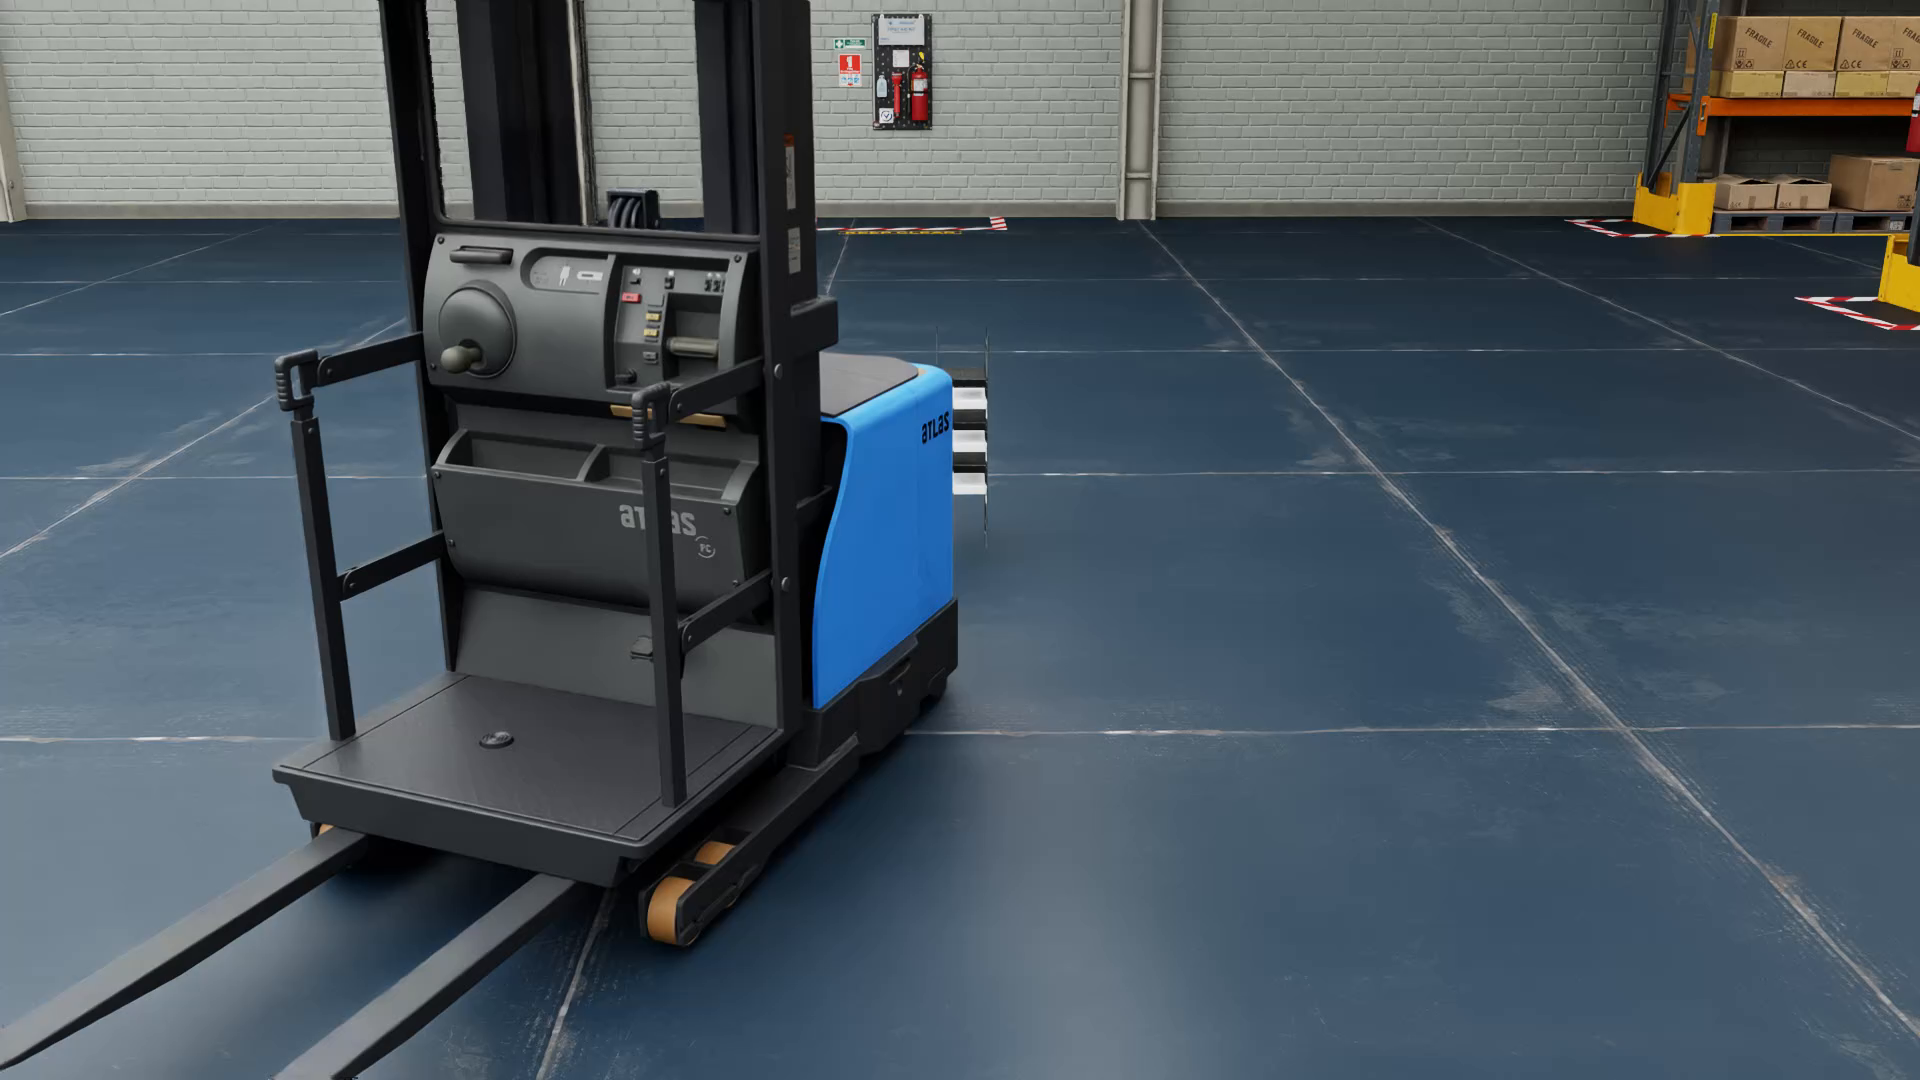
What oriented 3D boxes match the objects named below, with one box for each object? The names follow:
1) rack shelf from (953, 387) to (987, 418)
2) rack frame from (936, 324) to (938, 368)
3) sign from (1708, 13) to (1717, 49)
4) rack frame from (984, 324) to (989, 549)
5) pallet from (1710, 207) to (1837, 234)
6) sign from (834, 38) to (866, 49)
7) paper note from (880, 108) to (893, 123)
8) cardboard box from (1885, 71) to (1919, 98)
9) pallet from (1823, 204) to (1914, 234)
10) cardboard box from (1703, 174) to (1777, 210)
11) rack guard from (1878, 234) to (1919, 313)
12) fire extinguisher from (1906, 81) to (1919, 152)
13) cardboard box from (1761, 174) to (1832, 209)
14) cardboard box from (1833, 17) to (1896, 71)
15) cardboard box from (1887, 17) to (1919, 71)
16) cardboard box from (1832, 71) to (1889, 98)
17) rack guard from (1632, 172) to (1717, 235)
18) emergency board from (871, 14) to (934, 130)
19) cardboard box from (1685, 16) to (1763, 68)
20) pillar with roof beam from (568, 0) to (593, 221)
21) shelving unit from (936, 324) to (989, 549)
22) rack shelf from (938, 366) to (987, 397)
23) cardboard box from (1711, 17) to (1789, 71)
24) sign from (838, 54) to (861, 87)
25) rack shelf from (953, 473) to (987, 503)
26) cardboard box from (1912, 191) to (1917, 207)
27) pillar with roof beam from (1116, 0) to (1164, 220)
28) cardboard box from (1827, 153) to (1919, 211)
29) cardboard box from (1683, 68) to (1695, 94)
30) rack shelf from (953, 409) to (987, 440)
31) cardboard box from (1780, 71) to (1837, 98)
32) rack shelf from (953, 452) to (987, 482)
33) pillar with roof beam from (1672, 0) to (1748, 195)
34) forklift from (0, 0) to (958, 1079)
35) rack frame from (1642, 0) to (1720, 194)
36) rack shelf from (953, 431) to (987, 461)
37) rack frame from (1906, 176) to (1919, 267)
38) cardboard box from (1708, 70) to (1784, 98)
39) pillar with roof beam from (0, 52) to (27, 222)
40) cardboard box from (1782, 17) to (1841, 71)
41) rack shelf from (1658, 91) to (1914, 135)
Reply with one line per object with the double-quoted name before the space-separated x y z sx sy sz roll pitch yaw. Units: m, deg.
"rack shelf" 0.008 -0.568 6.865 0.200 0.077 0.258 0 18 -1
"rack frame" -0.094 -0.428 6.909 0.006 0.900 0.240 0 18 -1
"sign" 7.198 -4.872 15.909 0.005 0.325 0.100 0 18 -1
"rack frame" 0.110 -0.429 6.912 0.006 0.900 0.240 0 18 -1
"pallet" 8.078 -3.292 16.963 1.213 0.211 1.003 0 18 -1
"sign" -1.145 -5.160 17.296 0.331 0.109 0.001 0 18 -1
"paper note" -0.774 -4.465 17.498 0.142 0.148 0.016 0 18 -1
"cardboard box" 9.216 -4.479 16.311 0.500 0.250 0.500 0 18 0
"pallet" 9.294 -3.297 16.979 1.213 0.211 1.003 0 18 -1
"cardboard box" 7.882 -3.531 16.826 0.500 0.311 0.500 -2 18 -7
"rack guard" 7.247 -1.923 12.223 0.348 0.500 1.175 0 18 -1
"fire extinguisher" 7.145 -3.218 12.294 0.183 0.674 0.296 0 18 -1
"cardboard box" 8.452 -3.534 16.834 0.500 0.311 0.500 1 18 4
"cardboard box" 8.682 -4.832 16.184 0.500 0.500 0.500 -1 18 -3
"cardboard box" 9.198 -4.838 16.203 0.500 0.500 0.500 0 18 1
"cardboard box" 8.710 -4.477 16.306 0.500 0.250 0.500 -1 18 -2
"rack guard" 7.265 -3.436 16.941 0.348 0.500 1.175 0 18 -1
"emergency board" -0.596 -4.864 17.301 0.643 1.169 0.194 0 18 -1
"cardboard box" 7.657 -4.988 16.672 0.500 0.500 0.500 0 18 -1
"pillar with roof beam" -4.055 -6.377 12.196 0.400 9.000 9.100 0 18 -1
"shelving unit" 0.008 -0.429 6.910 0.210 0.900 0.258 0 18 -1
"rack shelf" 0.008 -0.654 6.838 0.200 0.077 0.258 0 18 -1
"cardboard box" 7.671 -4.832 16.184 0.500 0.500 0.500 0 18 -1
"sign" -1.150 -4.910 17.385 0.234 0.329 0.001 0 18 -1
"rack shelf" 0.008 -0.225 6.975 0.200 0.077 0.258 0 18 -1
"cardboard box" 9.589 -3.496 16.981 0.250 0.149 0.380 -2 18 -5
"pillar with roof beam" 1.944 -6.406 12.286 0.400 9.000 9.100 0 18 -1
"cardboard box" 9.186 -3.612 16.769 0.500 0.500 0.700 -1 18 -4
"cardboard box" 7.653 -4.626 16.769 0.500 0.250 0.500 0 18 0
"rack shelf" 0.008 -0.482 6.893 0.200 0.077 0.258 0 18 -1
"cardboard box" 8.201 -4.476 16.304 0.500 0.250 0.500 -1 18 -3
"rack shelf" 0.008 -0.311 6.948 0.200 0.077 0.258 0 18 -1
"pillar with roof beam" 7.943 -6.435 12.377 0.400 9.000 9.100 0 18 -1
"forklift" -1.033 -0.563 4.006 1.130 2.935 3.031 7 19 21
"rack frame" 7.189 -4.626 16.558 0.127 3.000 1.000 0 18 -1
"rack shelf" 0.008 -0.397 6.920 0.200 0.077 0.258 0 18 -1
"rack frame" 7.271 -3.113 11.841 0.127 3.000 1.000 0 18 -1
"cardboard box" 7.682 -4.469 16.283 0.500 0.250 0.500 -1 18 -2
"pillar with roof beam" -10.055 -6.349 12.106 0.400 9.000 9.100 0 18 -1
"cardboard box" 8.165 -4.831 16.182 0.500 0.500 0.500 0 18 -1
"rack shelf" 9.189 -4.293 16.698 4.000 0.370 1.077 0 18 -1
